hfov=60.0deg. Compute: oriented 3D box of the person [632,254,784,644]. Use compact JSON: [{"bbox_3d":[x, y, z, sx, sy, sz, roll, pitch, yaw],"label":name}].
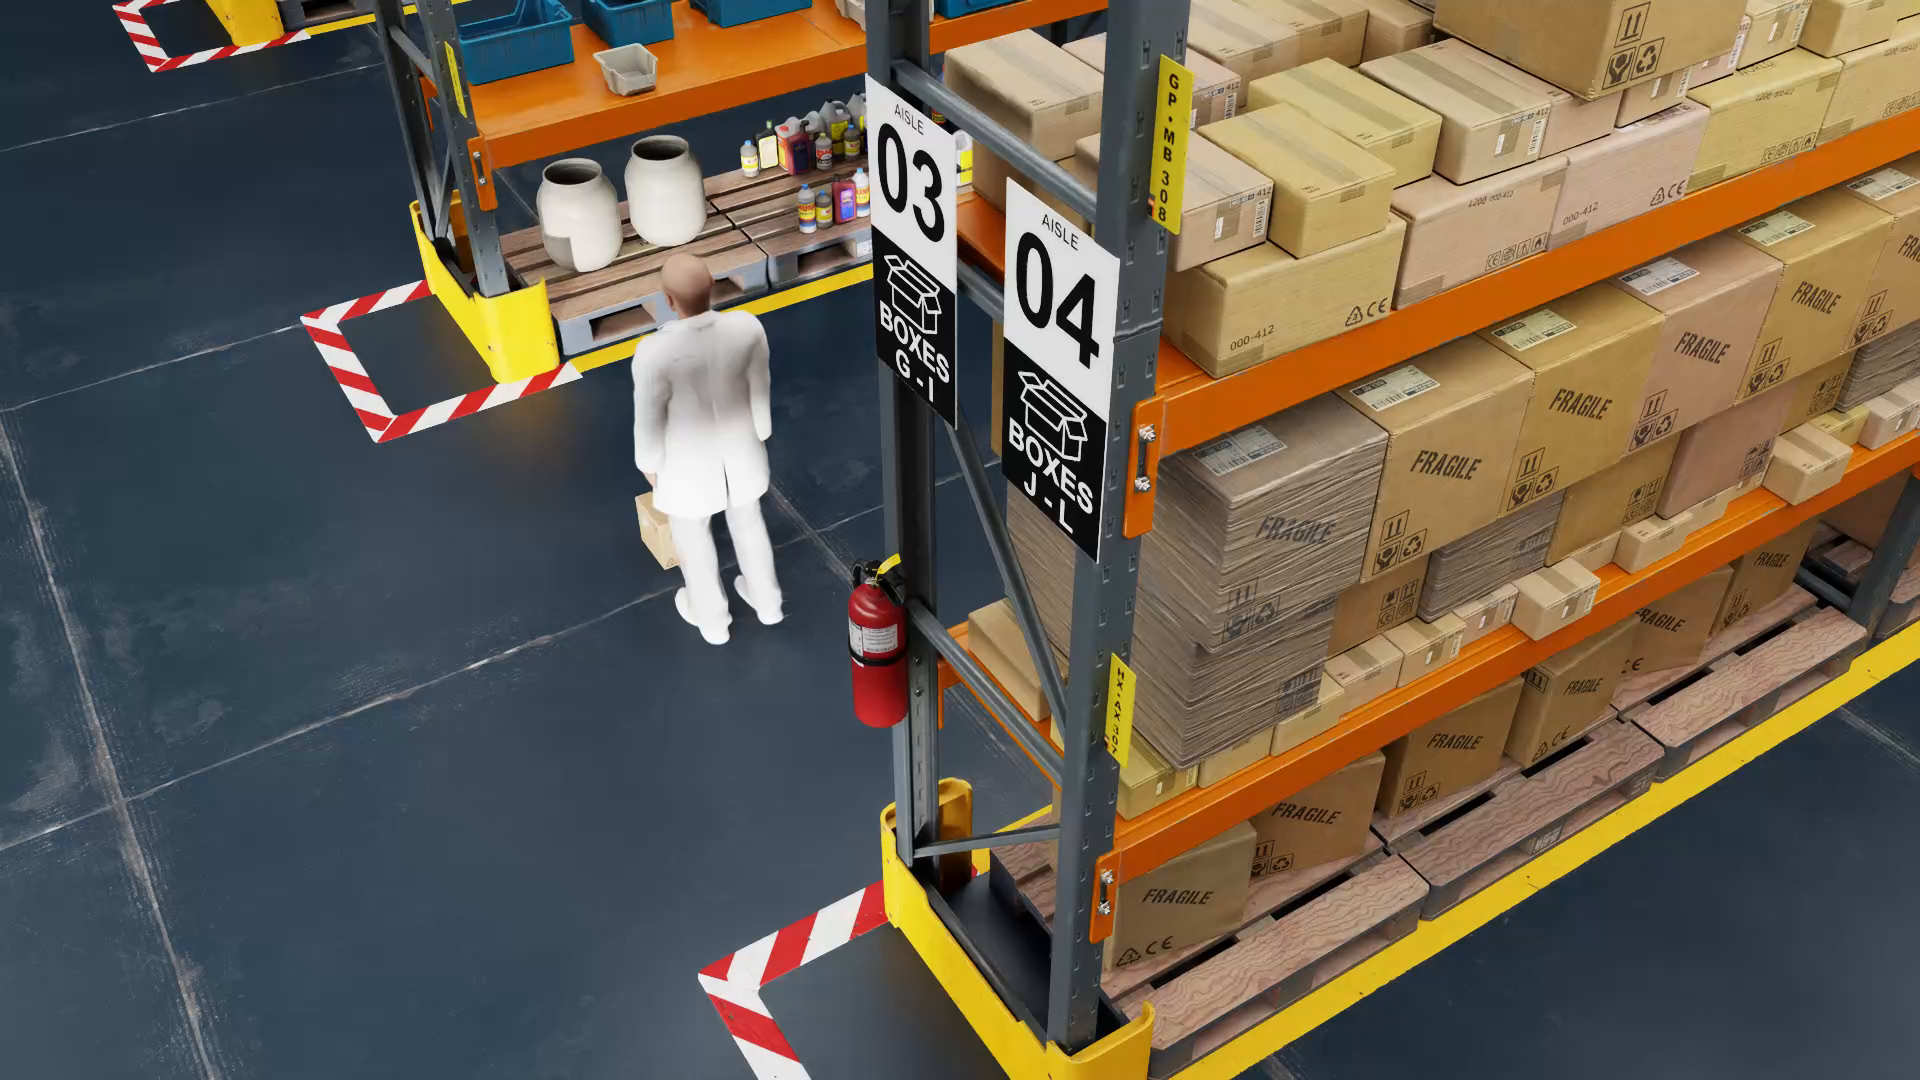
[{"bbox_3d":[-1.013,-0.351,6.603,0.563,1.796,0.391,-21,45,-23],"label":"person"}]
